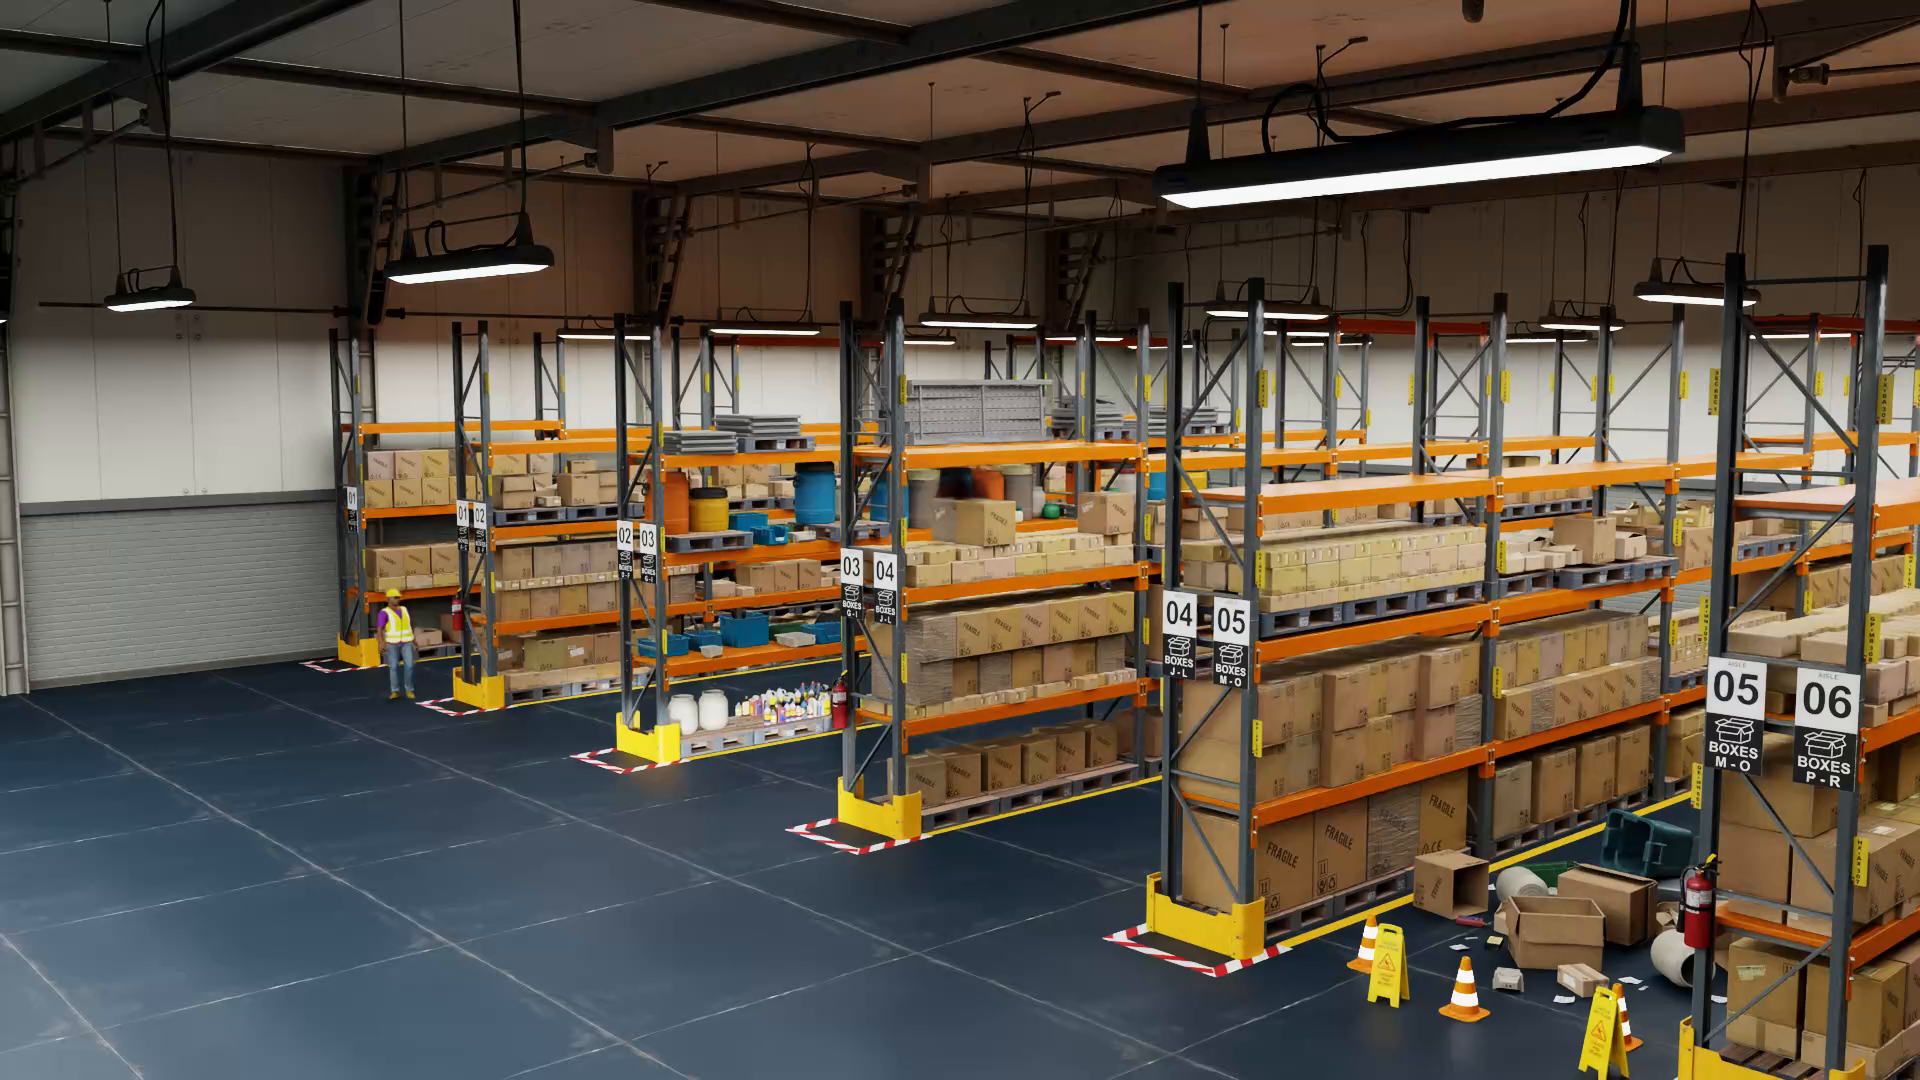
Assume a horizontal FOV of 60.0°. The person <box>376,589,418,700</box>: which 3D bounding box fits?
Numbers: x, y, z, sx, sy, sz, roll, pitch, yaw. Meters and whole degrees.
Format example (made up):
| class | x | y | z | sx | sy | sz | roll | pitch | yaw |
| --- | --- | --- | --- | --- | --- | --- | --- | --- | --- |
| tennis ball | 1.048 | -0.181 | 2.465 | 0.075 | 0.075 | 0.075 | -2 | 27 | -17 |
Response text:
| class | x | y | z | sx | sy | sz | roll | pitch | yaw |
| --- | --- | --- | --- | --- | --- | --- | --- | --- | --- |
| person | -8.981 | 1.684 | 26.576 | 0.639 | 1.798 | 0.657 | -2 | 6 | -23 |
